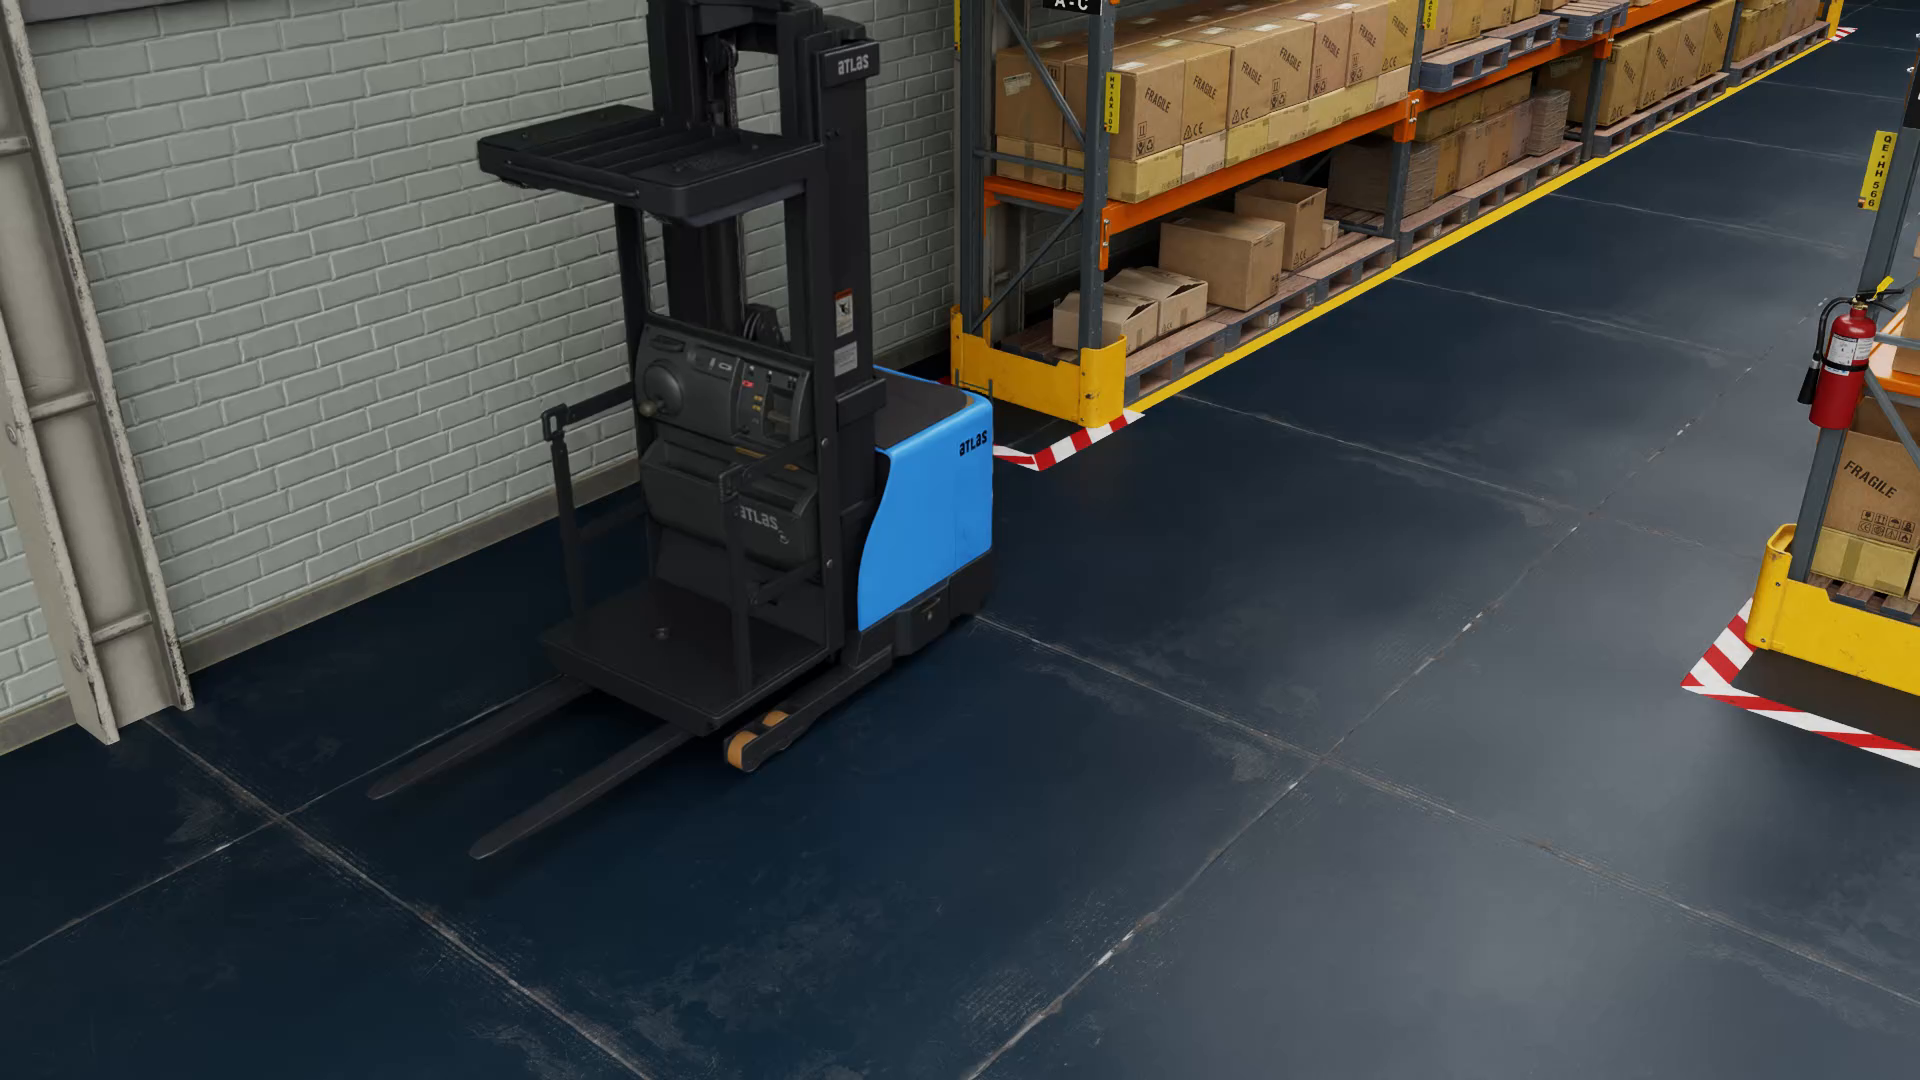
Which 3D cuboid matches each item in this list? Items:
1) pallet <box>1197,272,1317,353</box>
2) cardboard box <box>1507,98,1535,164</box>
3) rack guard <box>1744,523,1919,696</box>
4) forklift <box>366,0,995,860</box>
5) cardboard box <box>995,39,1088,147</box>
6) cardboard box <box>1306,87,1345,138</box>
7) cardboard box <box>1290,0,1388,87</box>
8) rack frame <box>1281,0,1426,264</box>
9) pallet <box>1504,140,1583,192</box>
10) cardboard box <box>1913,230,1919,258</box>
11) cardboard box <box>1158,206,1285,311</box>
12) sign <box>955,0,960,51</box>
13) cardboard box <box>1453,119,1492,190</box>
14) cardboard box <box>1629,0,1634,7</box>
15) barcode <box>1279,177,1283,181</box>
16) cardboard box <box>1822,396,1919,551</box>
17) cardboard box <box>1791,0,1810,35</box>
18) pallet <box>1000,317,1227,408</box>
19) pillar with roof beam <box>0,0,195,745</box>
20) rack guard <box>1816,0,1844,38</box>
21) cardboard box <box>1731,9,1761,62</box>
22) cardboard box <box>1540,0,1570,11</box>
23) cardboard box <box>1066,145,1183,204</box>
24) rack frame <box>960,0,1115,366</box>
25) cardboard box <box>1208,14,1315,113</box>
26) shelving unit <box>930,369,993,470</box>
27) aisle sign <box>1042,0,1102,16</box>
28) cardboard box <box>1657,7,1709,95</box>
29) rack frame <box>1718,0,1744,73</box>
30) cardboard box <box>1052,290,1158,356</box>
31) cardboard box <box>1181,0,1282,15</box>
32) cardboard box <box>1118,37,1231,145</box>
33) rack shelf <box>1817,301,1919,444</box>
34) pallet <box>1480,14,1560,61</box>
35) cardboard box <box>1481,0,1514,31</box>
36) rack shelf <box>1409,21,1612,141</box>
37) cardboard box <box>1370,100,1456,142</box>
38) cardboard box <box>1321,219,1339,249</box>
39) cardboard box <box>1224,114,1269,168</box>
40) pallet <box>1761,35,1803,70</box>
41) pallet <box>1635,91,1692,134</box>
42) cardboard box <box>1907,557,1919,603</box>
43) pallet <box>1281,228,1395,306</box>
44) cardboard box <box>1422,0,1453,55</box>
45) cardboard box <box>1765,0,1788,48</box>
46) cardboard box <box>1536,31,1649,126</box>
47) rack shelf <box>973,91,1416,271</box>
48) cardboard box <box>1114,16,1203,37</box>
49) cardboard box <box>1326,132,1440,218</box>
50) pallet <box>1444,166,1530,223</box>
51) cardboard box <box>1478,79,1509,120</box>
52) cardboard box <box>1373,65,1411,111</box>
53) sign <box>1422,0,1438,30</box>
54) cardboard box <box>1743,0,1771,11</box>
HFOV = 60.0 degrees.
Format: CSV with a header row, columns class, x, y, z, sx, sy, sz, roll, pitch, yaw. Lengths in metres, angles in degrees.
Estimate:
class,x,y,z,sx,sy,sz,roll,pitch,yaw
pallet,1.793,-1.698,11.803,1.003,0.211,1.213,21,34,34
cardboard box,4.678,-3.704,14.887,0.700,0.500,0.500,21,34,34
rack guard,4.234,0.364,7.503,1.175,0.500,0.348,21,34,34
forklift,-1.114,-0.596,6.713,1.130,2.935,3.031,19,33,32
cardboard box,0.560,-2.706,10.042,0.500,0.500,0.500,20,34,34
cardboard box,2.270,-2.948,11.326,0.500,0.250,0.500,21,34,34
cardboard box,2.593,-3.458,11.496,0.500,0.500,0.500,21,34,34
rack frame,2.969,-3.620,12.482,1.000,3.000,0.127,21,34,34
pallet,5.015,-3.523,15.330,1.003,0.211,1.213,21,34,34
cardboard box,4.345,-1.279,7.142,0.380,0.149,0.250,20,33,34
cardboard box,1.802,-1.953,11.503,0.700,0.500,0.500,18,33,31
sign,0.009,-3.025,9.730,0.100,0.325,0.005,21,34,34
cardboard box,4.070,-3.338,14.179,0.700,0.500,0.500,21,34,35
cardboard box,6.068,-5.071,15.539,0.380,0.149,0.250,21,34,35
barcode,2.440,-2.726,12.648,0.001,0.075,0.075,21,34,34
cardboard box,4.361,-0.330,7.844,0.500,0.500,0.500,21,34,34
cardboard box,9.915,-6.496,20.305,0.700,0.500,0.500,21,34,34
pallet,1.017,-1.268,10.971,1.003,0.211,1.213,21,34,34
pillar with roof beam,-0.292,-1.982,2.787,9.100,9.000,0.400,21,34,34
rack guard,10.617,-6.773,21.297,1.175,0.500,0.348,21,34,34
cardboard box,8.612,-5.768,18.898,0.700,0.500,0.500,21,34,35
cardboard box,4.887,-4.902,14.374,0.700,0.500,0.500,17,32,30
cardboard box,0.980,-2.224,9.926,0.500,0.250,0.500,20,33,33
rack frame,0.424,-2.201,9.741,1.000,3.000,0.127,21,34,34
cardboard box,1.935,-3.098,10.800,0.500,0.500,0.500,22,35,36
shelving unit,0.005,-0.403,8.549,0.258,0.900,0.210,21,34,34
aisle sign,0.610,-3.243,8.925,0.394,0.787,0.004,21,34,34
cardboard box,7.181,-5.103,17.233,0.750,0.750,0.750,22,35,36
rack frame,8.057,-6.456,17.965,1.000,3.000,0.127,21,34,34
cardboard box,0.934,-1.422,10.681,0.500,0.311,0.500,17,32,29
cardboard box,1.855,-3.432,11.445,0.500,0.500,0.500,22,34,36
cardboard box,1.282,-2.731,10.089,0.500,0.500,0.500,21,34,35
rack shelf,5.521,-1.145,8.481,1.077,0.370,4.000,21,34,34
pallet,4.285,-4.239,13.888,1.003,0.211,1.213,21,34,34
cardboard box,4.074,-4.469,13.536,0.500,0.500,0.700,-23,35,-37
rack shelf,4.241,-4.009,14.018,1.077,0.370,4.000,21,34,34
cardboard box,3.701,-3.461,13.601,0.500,0.250,0.500,20,33,33
cardboard box,2.651,-2.358,12.649,0.380,0.166,0.250,16,31,28
cardboard box,1.628,-2.591,10.636,0.500,0.250,0.500,20,34,34
pallet,9.377,-5.899,19.923,1.003,0.211,1.213,21,34,34
pallet,6.849,-4.487,17.195,1.003,0.211,1.213,21,34,34
cardboard box,4.762,0.155,7.722,0.500,0.250,0.500,21,34,34
pallet,2.569,-2.133,12.643,1.003,0.211,1.213,21,34,34
cardboard box,3.319,-4.030,12.688,0.700,0.500,0.500,21,34,35
cardboard box,9.262,-6.126,19.591,0.700,0.500,0.500,22,34,36
cardboard box,6.082,-4.492,16.051,0.750,0.750,0.750,20,34,34
rack shelf,1.696,-2.591,11.277,1.077,0.370,4.000,21,34,34
cardboard box,1.213,-3.066,10.738,0.500,0.500,0.500,20,33,33
cardboard box,3.424,-2.971,13.469,0.700,0.500,0.500,22,35,36
pallet,4.238,-3.092,14.497,1.003,0.211,1.213,21,34,34
cardboard box,4.361,-3.818,14.291,0.500,0.250,0.500,21,34,34
cardboard box,2.901,-3.305,12.016,0.500,0.250,0.500,21,34,35
sign,3.392,-3.848,11.982,0.100,0.325,0.005,21,34,34
cardboard box,8.971,-6.124,18.880,0.380,0.149,0.250,22,35,36
